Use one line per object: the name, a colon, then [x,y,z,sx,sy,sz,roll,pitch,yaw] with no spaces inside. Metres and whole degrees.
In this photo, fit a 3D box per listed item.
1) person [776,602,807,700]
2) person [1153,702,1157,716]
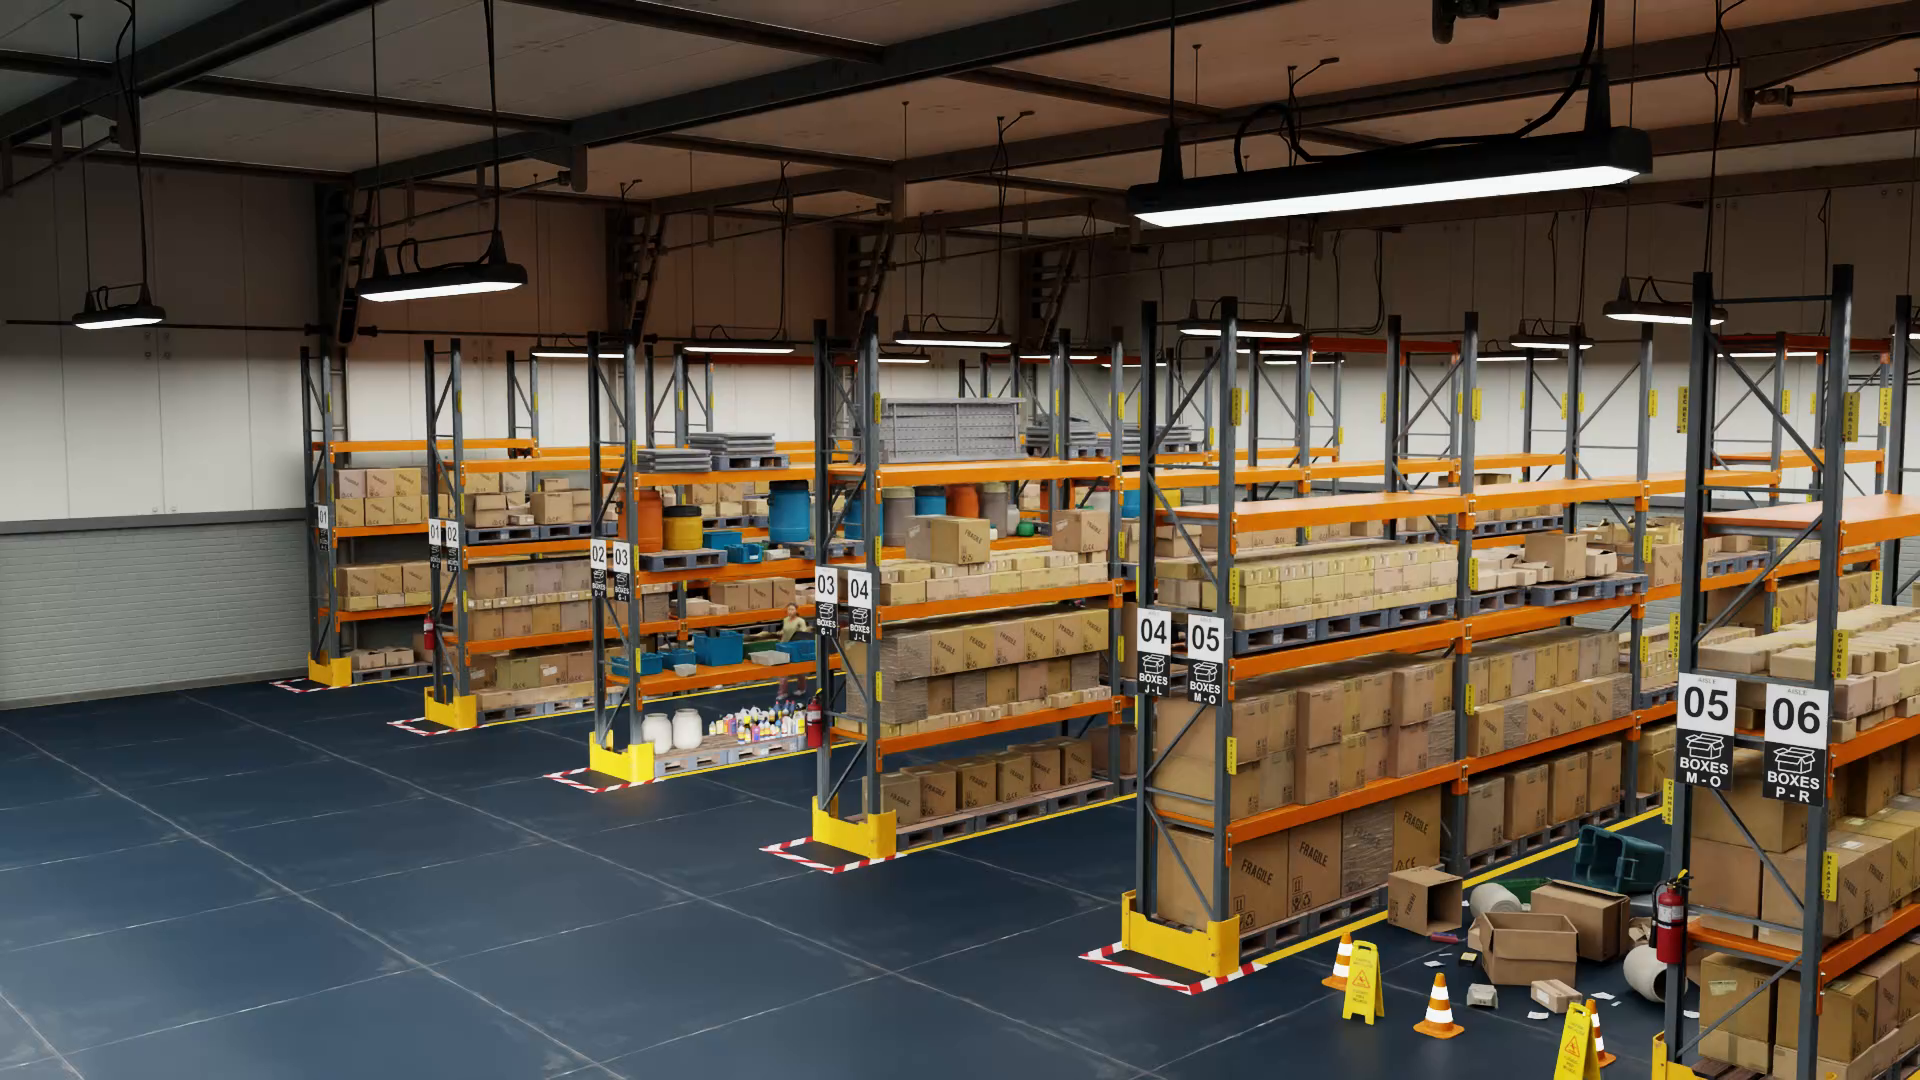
person: [-2.853,1.899,28.292,0.580,1.704,0.718,2,5,21]
person: [3.297,1.985,26.323,0.644,1.798,0.808,5,7,42]
